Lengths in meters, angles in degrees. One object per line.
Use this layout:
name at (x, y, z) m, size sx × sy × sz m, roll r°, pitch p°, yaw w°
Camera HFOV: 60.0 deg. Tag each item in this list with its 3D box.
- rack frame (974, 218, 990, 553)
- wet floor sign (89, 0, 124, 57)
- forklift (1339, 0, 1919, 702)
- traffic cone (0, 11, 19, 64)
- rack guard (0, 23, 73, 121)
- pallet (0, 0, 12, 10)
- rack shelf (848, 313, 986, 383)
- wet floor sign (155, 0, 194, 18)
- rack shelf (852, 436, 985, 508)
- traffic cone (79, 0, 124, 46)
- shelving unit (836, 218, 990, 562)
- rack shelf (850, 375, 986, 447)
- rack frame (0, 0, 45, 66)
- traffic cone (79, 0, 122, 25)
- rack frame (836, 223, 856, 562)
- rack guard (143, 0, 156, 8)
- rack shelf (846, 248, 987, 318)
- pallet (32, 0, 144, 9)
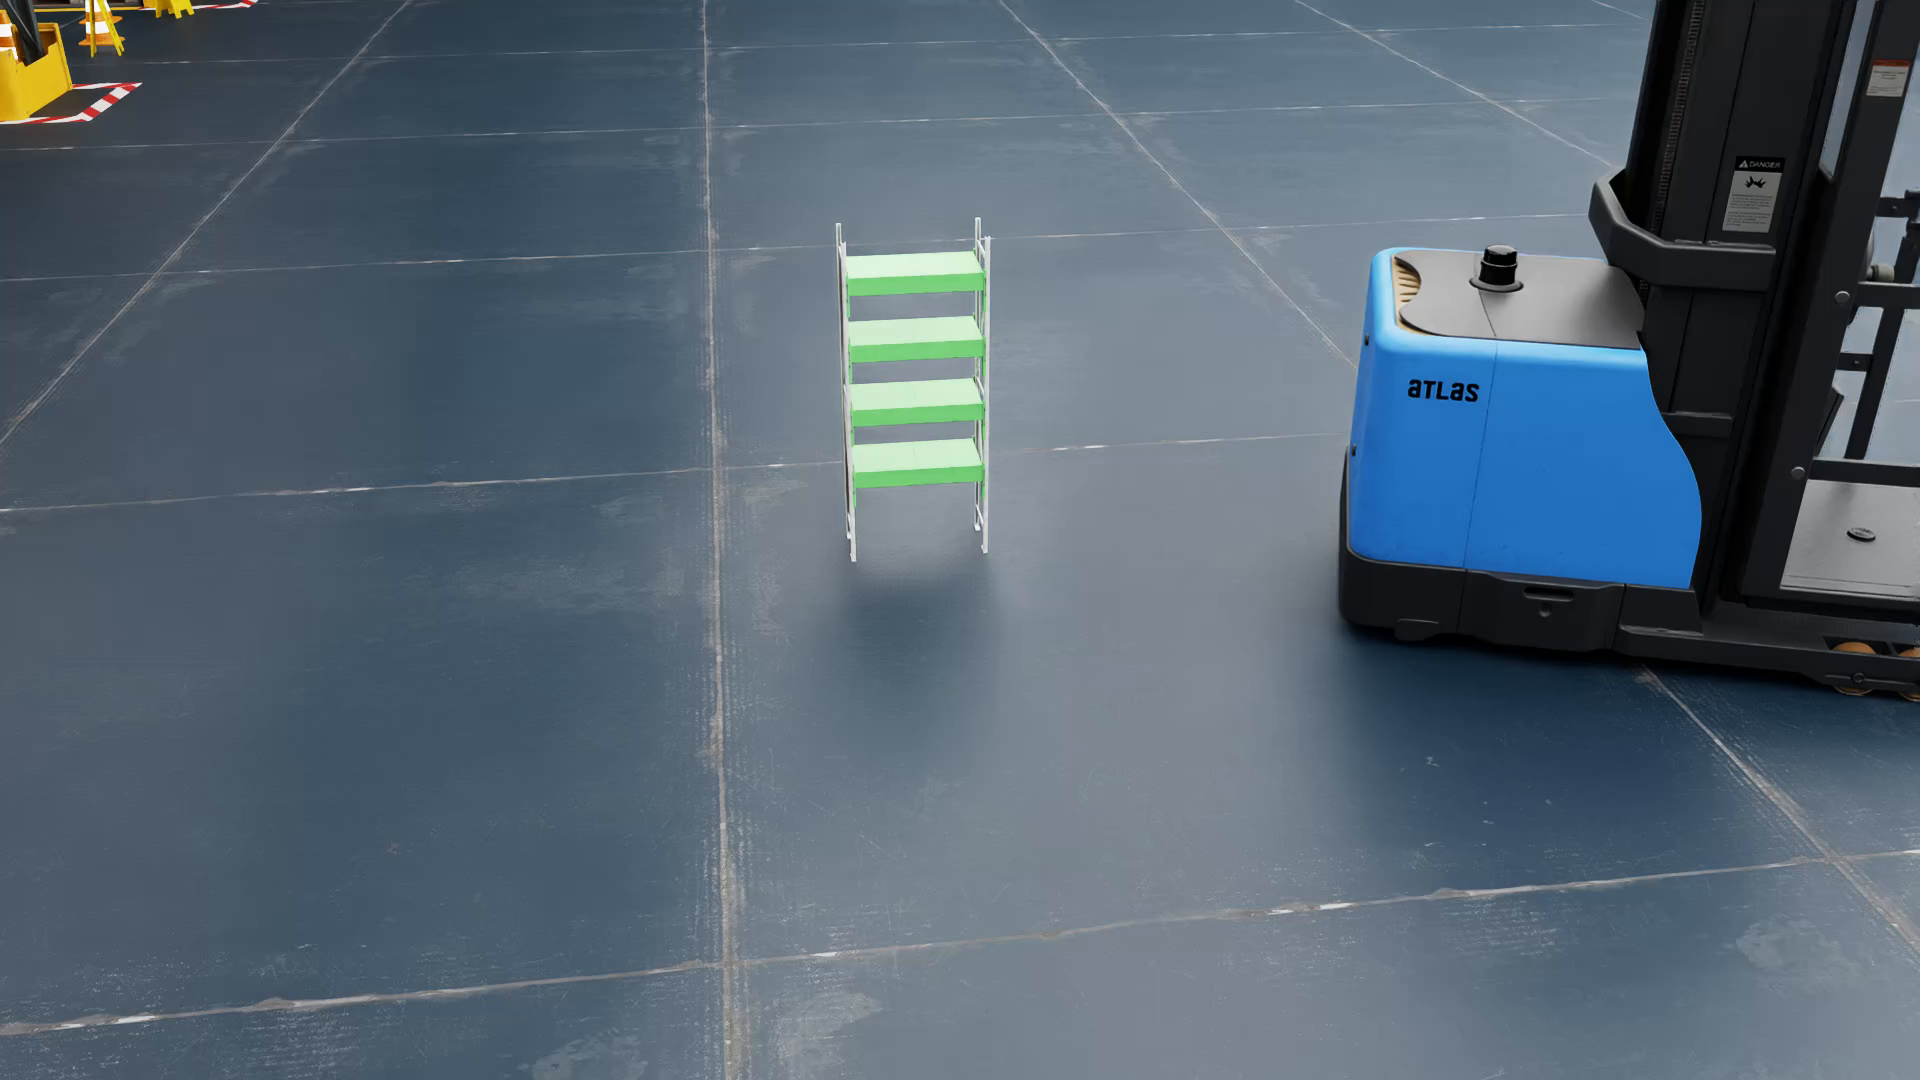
rack frame at (0.078, -0.539, 5.986) m, size 0.015 × 1.200 × 0.240 m, roll -4°, pitch 27°, yaw -7°
wet floor sign at (-7.446, -4.535, 14.382) m, size 0.232 × 0.644 × 0.267 m, roll -8°, pitch 28°, yaw -16°
forklift at (2.855, -1.058, 5.101) m, size 3.031 × 2.935 × 1.130 m, roll 5°, pitch 28°, yaw 10°
traffic cone at (-7.922, -4.165, 13.861) m, size 0.334 × 0.463 × 0.336 m, roll -4°, pitch 27°, yaw -7°
rack guard at (-7.175, -3.575, 12.670) m, size 0.348 × 0.500 × 1.175 m, roll -4°, pitch 27°, yaw -7°
pallet at (-10.079, -5.560, 16.855) m, size 1.213 × 0.211 × 1.003 m, roll -4°, pitch 27°, yaw -7°
rack shelf at (-0.164, -0.680, 5.875) m, size 0.480 × 0.148 × 0.258 m, roll -4°, pitch 27°, yaw -7°
wet floor sign at (-7.651, -5.398, 16.064) m, size 0.232 × 0.644 × 0.267 m, roll 6°, pitch 28°, yaw 11°
rack shelf at (-0.164, -0.253, 6.094) m, size 0.480 × 0.148 × 0.258 m, roll -4°, pitch 27°, yaw -7°
traffic cone at (-7.743, -4.698, 14.899) m, size 0.334 × 0.463 × 0.336 m, roll -4°, pitch 27°, yaw -7°
shelving unit at (-0.164, -0.523, 5.956) m, size 0.503 × 1.200 × 0.258 m, roll -4°, pitch 27°, yaw -7°
rack shelf at (-0.164, -0.466, 5.985) m, size 0.480 × 0.148 × 0.258 m, roll -4°, pitch 27°, yaw -7°
rack frame at (-7.199, -4.686, 12.097) m, size 0.127 × 3.000 × 1.000 m, roll -4°, pitch 27°, yaw -7°
traffic cone at (-8.235, -5.178, 15.835) m, size 0.334 × 0.463 × 0.336 m, roll -4°, pitch 27°, yaw -7°
rack frame at (-0.406, -0.508, 5.925) m, size 0.015 × 1.200 × 0.240 m, roll -4°, pitch 27°, yaw -7°
rack guard at (-8.064, -5.800, 17.007) m, size 0.348 × 0.500 × 1.175 m, roll -4°, pitch 27°, yaw -7°
rack shelf at (-0.164, -0.894, 5.766) m, size 0.480 × 0.148 × 0.258 m, roll -4°, pitch 27°, yaw -7°
pallet at (-8.873, -5.636, 17.003) m, size 1.213 × 0.211 × 1.003 m, roll -4°, pitch 27°, yaw -7°
